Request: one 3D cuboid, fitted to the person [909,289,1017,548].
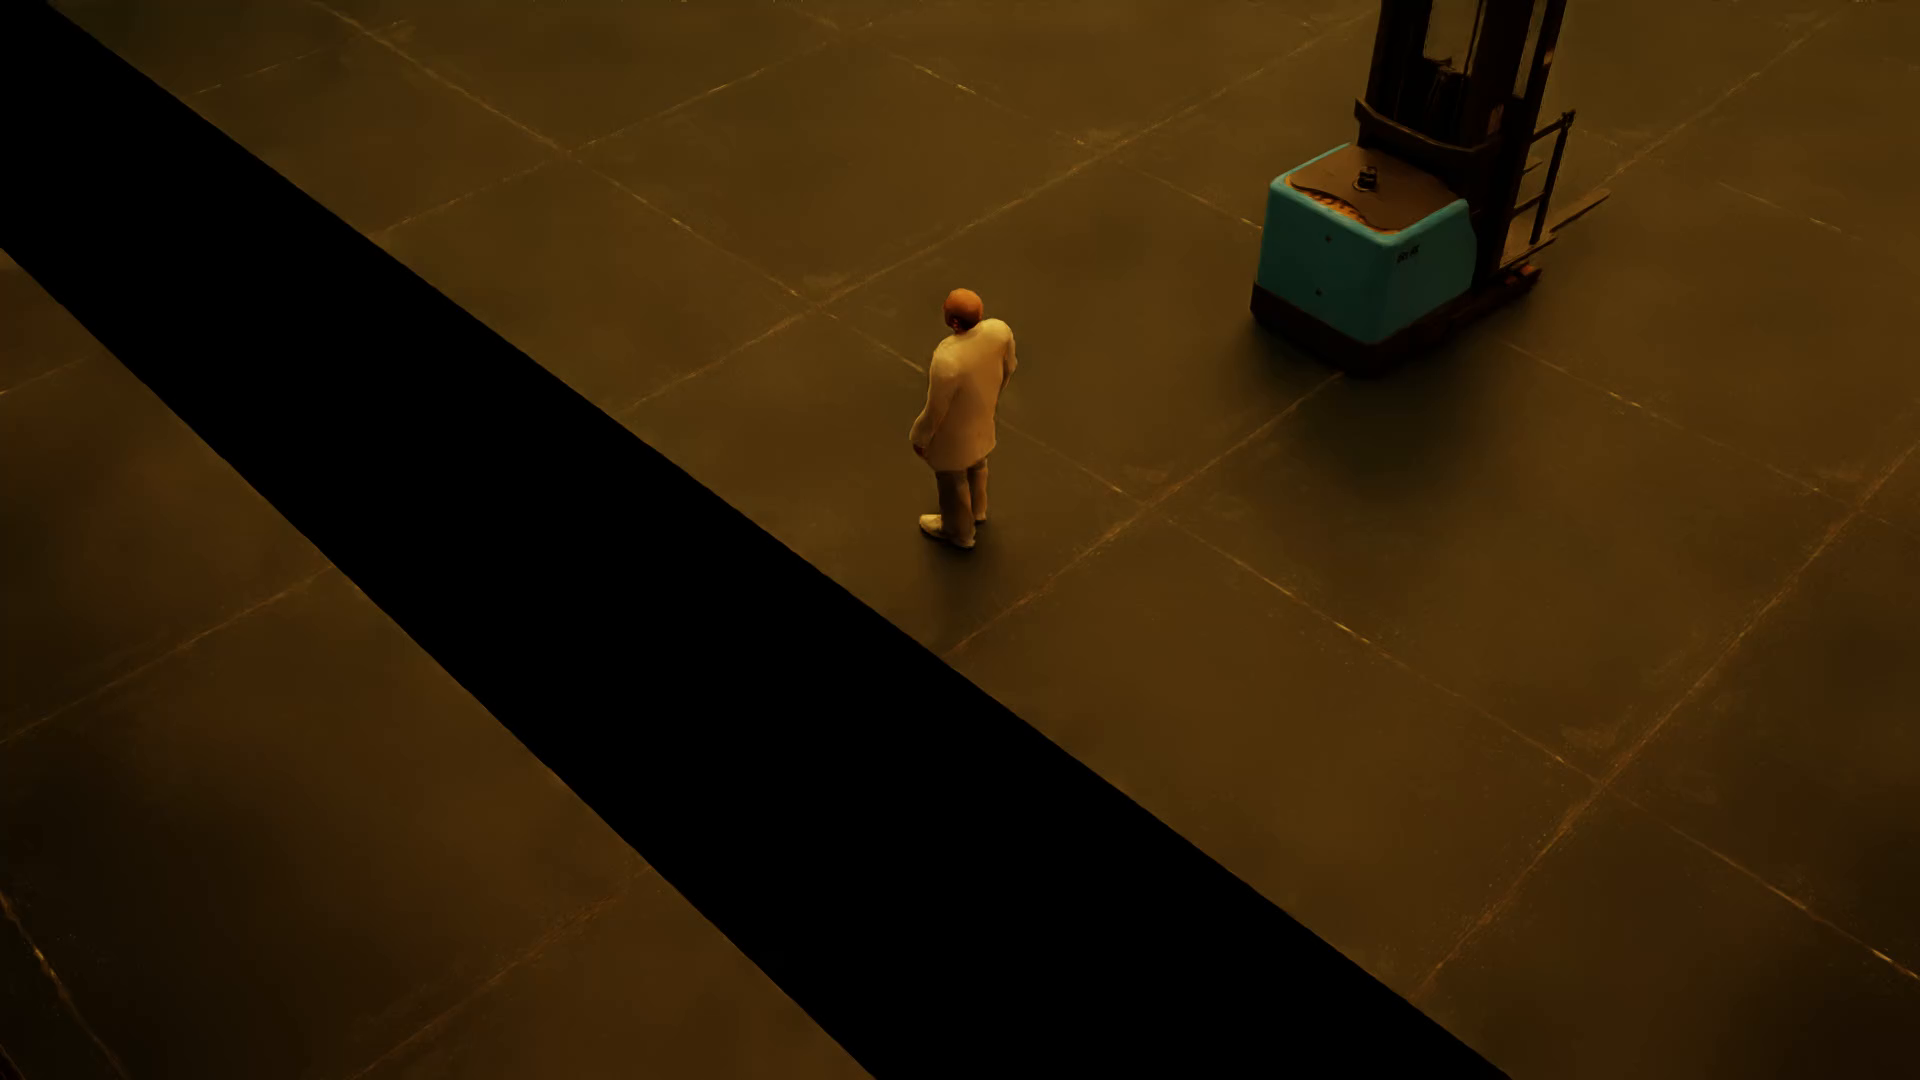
[{"bbox_3d":[-0.061,-0.708,9.201,0.694,1.776,0.579,-34,52,-31],"label":"person"}]

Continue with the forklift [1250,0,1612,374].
[{"bbox_3d":[3.437,-3.006,10.880,3.031,2.935,1.130,-30,50,-29],"label":"forklift"}]
